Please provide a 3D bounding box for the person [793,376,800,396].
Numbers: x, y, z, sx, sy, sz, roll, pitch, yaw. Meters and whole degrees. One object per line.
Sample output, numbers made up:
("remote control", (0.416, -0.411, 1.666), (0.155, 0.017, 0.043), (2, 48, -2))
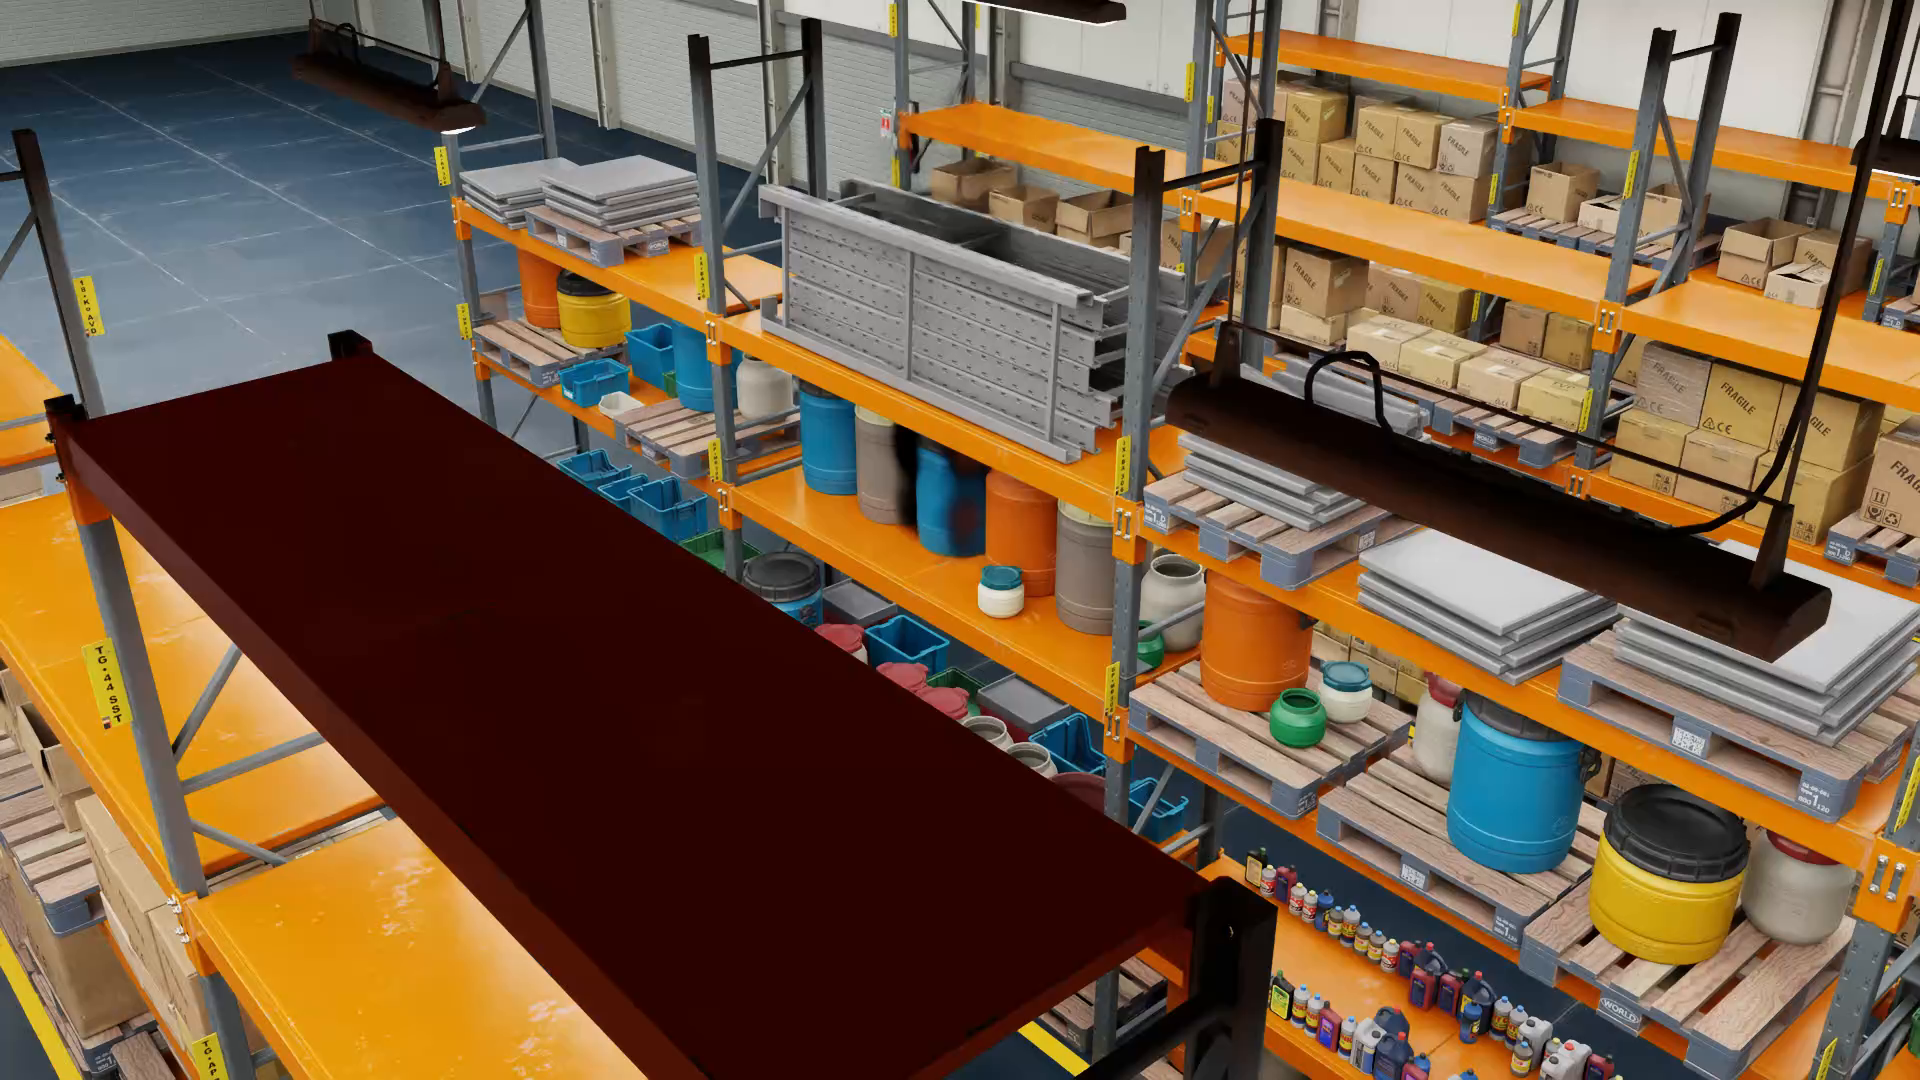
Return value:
("person", (-1.733, -2.111, 19.935), (0.521, 1.615, 0.542), (-10, 29, -19))
